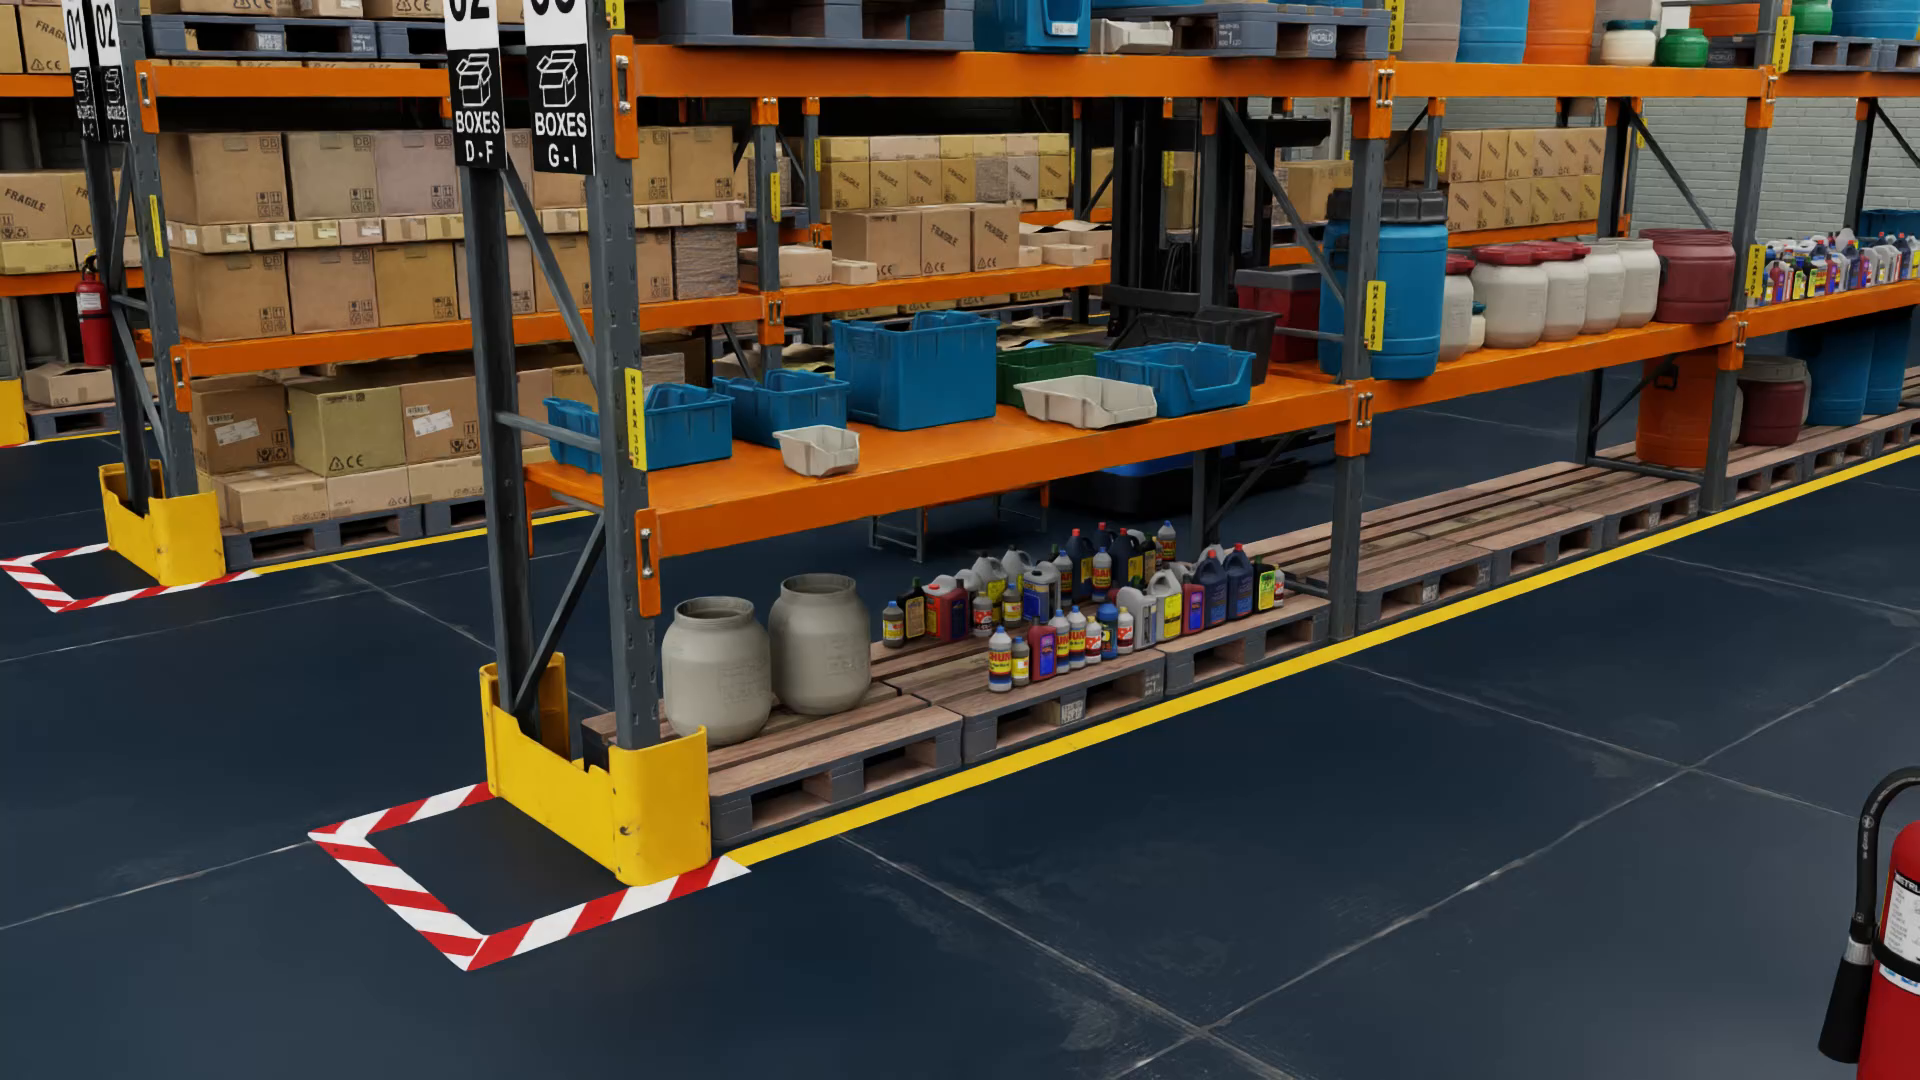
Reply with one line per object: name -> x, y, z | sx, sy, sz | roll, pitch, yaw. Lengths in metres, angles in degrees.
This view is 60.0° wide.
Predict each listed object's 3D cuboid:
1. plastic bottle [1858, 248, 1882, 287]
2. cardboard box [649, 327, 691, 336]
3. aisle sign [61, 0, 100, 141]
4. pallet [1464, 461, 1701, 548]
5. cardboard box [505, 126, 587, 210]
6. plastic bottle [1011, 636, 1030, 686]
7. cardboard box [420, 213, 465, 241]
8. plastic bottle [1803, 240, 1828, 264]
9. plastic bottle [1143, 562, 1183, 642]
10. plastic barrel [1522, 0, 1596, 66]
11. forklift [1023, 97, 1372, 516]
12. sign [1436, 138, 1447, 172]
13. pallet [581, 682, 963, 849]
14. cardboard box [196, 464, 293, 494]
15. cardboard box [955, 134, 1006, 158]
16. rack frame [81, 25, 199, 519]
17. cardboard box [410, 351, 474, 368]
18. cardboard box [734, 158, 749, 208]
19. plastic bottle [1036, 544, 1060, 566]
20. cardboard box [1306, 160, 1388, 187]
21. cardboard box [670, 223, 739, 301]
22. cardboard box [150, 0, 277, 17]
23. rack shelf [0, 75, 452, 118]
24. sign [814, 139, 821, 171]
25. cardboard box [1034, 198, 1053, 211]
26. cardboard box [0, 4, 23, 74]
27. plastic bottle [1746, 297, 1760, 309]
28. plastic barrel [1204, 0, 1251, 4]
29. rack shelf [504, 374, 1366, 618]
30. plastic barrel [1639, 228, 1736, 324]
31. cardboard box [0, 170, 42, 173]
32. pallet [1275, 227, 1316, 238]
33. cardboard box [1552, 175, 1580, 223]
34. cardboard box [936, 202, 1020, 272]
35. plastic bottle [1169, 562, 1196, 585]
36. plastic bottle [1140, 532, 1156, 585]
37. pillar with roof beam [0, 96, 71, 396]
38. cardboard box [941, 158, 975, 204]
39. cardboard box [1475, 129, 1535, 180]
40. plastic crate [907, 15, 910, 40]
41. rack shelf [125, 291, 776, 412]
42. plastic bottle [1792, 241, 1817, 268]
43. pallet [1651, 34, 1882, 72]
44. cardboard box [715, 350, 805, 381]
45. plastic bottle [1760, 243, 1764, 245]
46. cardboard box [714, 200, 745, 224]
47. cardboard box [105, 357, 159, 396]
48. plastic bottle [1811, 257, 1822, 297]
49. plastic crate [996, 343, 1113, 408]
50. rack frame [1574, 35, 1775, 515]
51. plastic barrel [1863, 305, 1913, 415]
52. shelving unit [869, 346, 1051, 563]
plastic bottle -> 6.633, -1.997, 12.154 | 0.135, 0.276, 0.152 | -13, 19, -39
cardboard box -> -3.201, -2.366, 17.285 | 0.500, 0.500, 0.700 | -13, 20, -40
aisle sign -> -4.893, -2.630, 9.247 | 0.004, 0.787, 0.394 | -13, 19, -39
pallet -> 4.023, -0.248, 10.768 | 1.213, 0.211, 1.003 | -13, 19, -39
cardboard box -> -2.723, -2.434, 10.842 | 0.500, 0.500, 0.700 | -13, 20, -39
plastic bottle -> 0.248, 0.512, 7.090 | 0.097, 0.201, 0.097 | 0, 15, 0
cardboard box -> -3.243, -1.933, 10.223 | 0.250, 0.149, 0.380 | -13, 20, -40
plastic bottle -> 6.139, -1.973, 11.919 | 0.185, 0.351, 0.144 | -13, 19, -39
plastic bottle -> 0.930, 0.279, 7.674 | 0.185, 0.351, 0.144 | -13, 20, -40
plastic barrel -> 3.377, -3.167, 9.651 | 0.708, 0.830, 0.600 | -13, 19, -39
forklift -> 1.824, -1.872, 11.578 | 3.031, 2.935, 1.130 | -14, 20, -42
sign -> 4.769, -3.813, 16.468 | 0.005, 0.325, 0.100 | -13, 19, -39
pallet -> -0.759, 0.825, 6.751 | 1.213, 0.211, 1.003 | -13, 19, -39
cardboard box -> -4.440, -0.351, 10.266 | 0.500, 0.250, 0.500 | -13, 19, -39
cardboard box -> 0.186, -4.589, 19.354 | 0.500, 0.250, 0.500 | -12, 19, -38
rack frame -> -4.651, -1.328, 9.410 | 0.127, 3.000, 1.000 | -13, 19, -39
cardboard box -> -3.319, -0.970, 11.132 | 0.500, 0.500, 0.500 | -13, 19, -39
cardboard box -> -2.622, -3.726, 17.342 | 0.700, 0.500, 0.500 | 14, 20, 42
plastic bottle -> 0.440, 0.167, 8.224 | 0.133, 0.283, 0.061 | -12, 19, -37
cardboard box -> 3.897, -3.575, 16.816 | 0.700, 0.500, 0.500 | 8, 17, 28
cardboard box -> -1.964, -1.978, 11.648 | 0.500, 0.500, 0.700 | -13, 20, -41
cardboard box -> -4.215, -3.194, 9.298 | 0.637, 0.503, 0.797 | -11, 18, -36
rack shelf -> -6.397, -3.732, 13.992 | 4.000, 0.370, 1.077 | -13, 19, -39
sign -> -1.507, -4.064, 17.563 | 0.005, 0.325, 0.100 | -13, 19, -39
cardboard box -> 0.903, -4.053, 20.060 | 0.250, 0.149, 0.380 | -12, 19, -38
cardboard box -> -7.489, -3.807, 12.645 | 0.500, 0.500, 0.500 | -12, 19, -38
plastic bottle -> 5.171, -1.669, 10.926 | 0.135, 0.276, 0.152 | -13, 19, -39
plastic barrel -> 1.162, -2.712, 7.748 | 0.421, 0.512, 0.421 | 0, 15, 0
rack shelf -> 0.107, -0.354, 7.158 | 4.000, 0.370, 1.077 | -13, 19, -39
plastic barrel -> 4.482, -1.647, 10.338 | 0.708, 0.536, 0.600 | -13, 19, -39
cardboard box -> -7.689, -2.713, 13.392 | 0.500, 0.500, 0.500 | -13, 20, -40
pallet -> 3.727, -3.154, 16.618 | 1.213, 0.211, 1.003 | -13, 19, -39
cardboard box -> 6.491, -3.786, 18.418 | 0.500, 0.500, 0.500 | -12, 19, -39
cardboard box -> 0.129, -2.444, 13.394 | 0.500, 0.500, 0.500 | -14, 20, -42
plastic bottle -> 1.058, 0.236, 7.981 | 0.135, 0.276, 0.152 | -13, 19, -39
plastic bottle -> 0.932, 0.108, 8.443 | 0.133, 0.283, 0.061 | -13, 19, -39
pillar with roof beam -> -5.119, -4.639, 10.180 | 0.400, 9.000, 9.100 | -13, 19, -39
cardboard box -> -0.172, -4.142, 19.134 | 0.500, 0.500, 0.500 | -12, 19, -38
cardboard box -> 5.719, -4.092, 17.625 | 0.500, 0.500, 0.500 | -13, 20, -41
plastic crate -> -0.161, -2.186, 6.841 | 0.575, 0.384, 0.392 | -13, 19, -39
rack shelf -> -3.142, -1.319, 10.771 | 4.000, 0.370, 1.077 | -13, 19, -39
plastic bottle -> 6.452, -2.145, 12.710 | 0.135, 0.276, 0.152 | -13, 19, -39
pallet -> 5.274, -3.187, 10.922 | 1.213, 0.211, 1.003 | -13, 19, -39
cardboard box -> -1.516, -1.276, 12.641 | 0.500, 0.311, 0.500 | -13, 19, -39
plastic bottle -> 6.072, -2.119, 12.620 | 0.097, 0.271, 0.097 | 0, 15, 0
cardboard box -> -1.698, -2.280, 11.521 | 0.250, 0.149, 0.380 | -13, 20, -39
cardboard box -> -6.894, -1.402, 14.043 | 0.500, 0.311, 0.500 | -11, 18, -35
plastic bottle -> 5.901, -1.821, 11.504 | 0.097, 0.271, 0.097 | 0, 15, 0
plastic crate -> 0.406, -0.763, 7.706 | 0.662, 0.188, 0.450 | -13, 19, -39
rack frame -> 4.633, -1.718, 10.871 | 0.127, 3.000, 1.000 | -13, 19, -39
plastic barrel -> 7.229, -1.496, 13.292 | 0.708, 0.901, 0.600 | -13, 19, -39
shelving unit -> 0.005, -0.545, 10.109 | 1.048, 1.125, 0.538 | -13, 19, -39
